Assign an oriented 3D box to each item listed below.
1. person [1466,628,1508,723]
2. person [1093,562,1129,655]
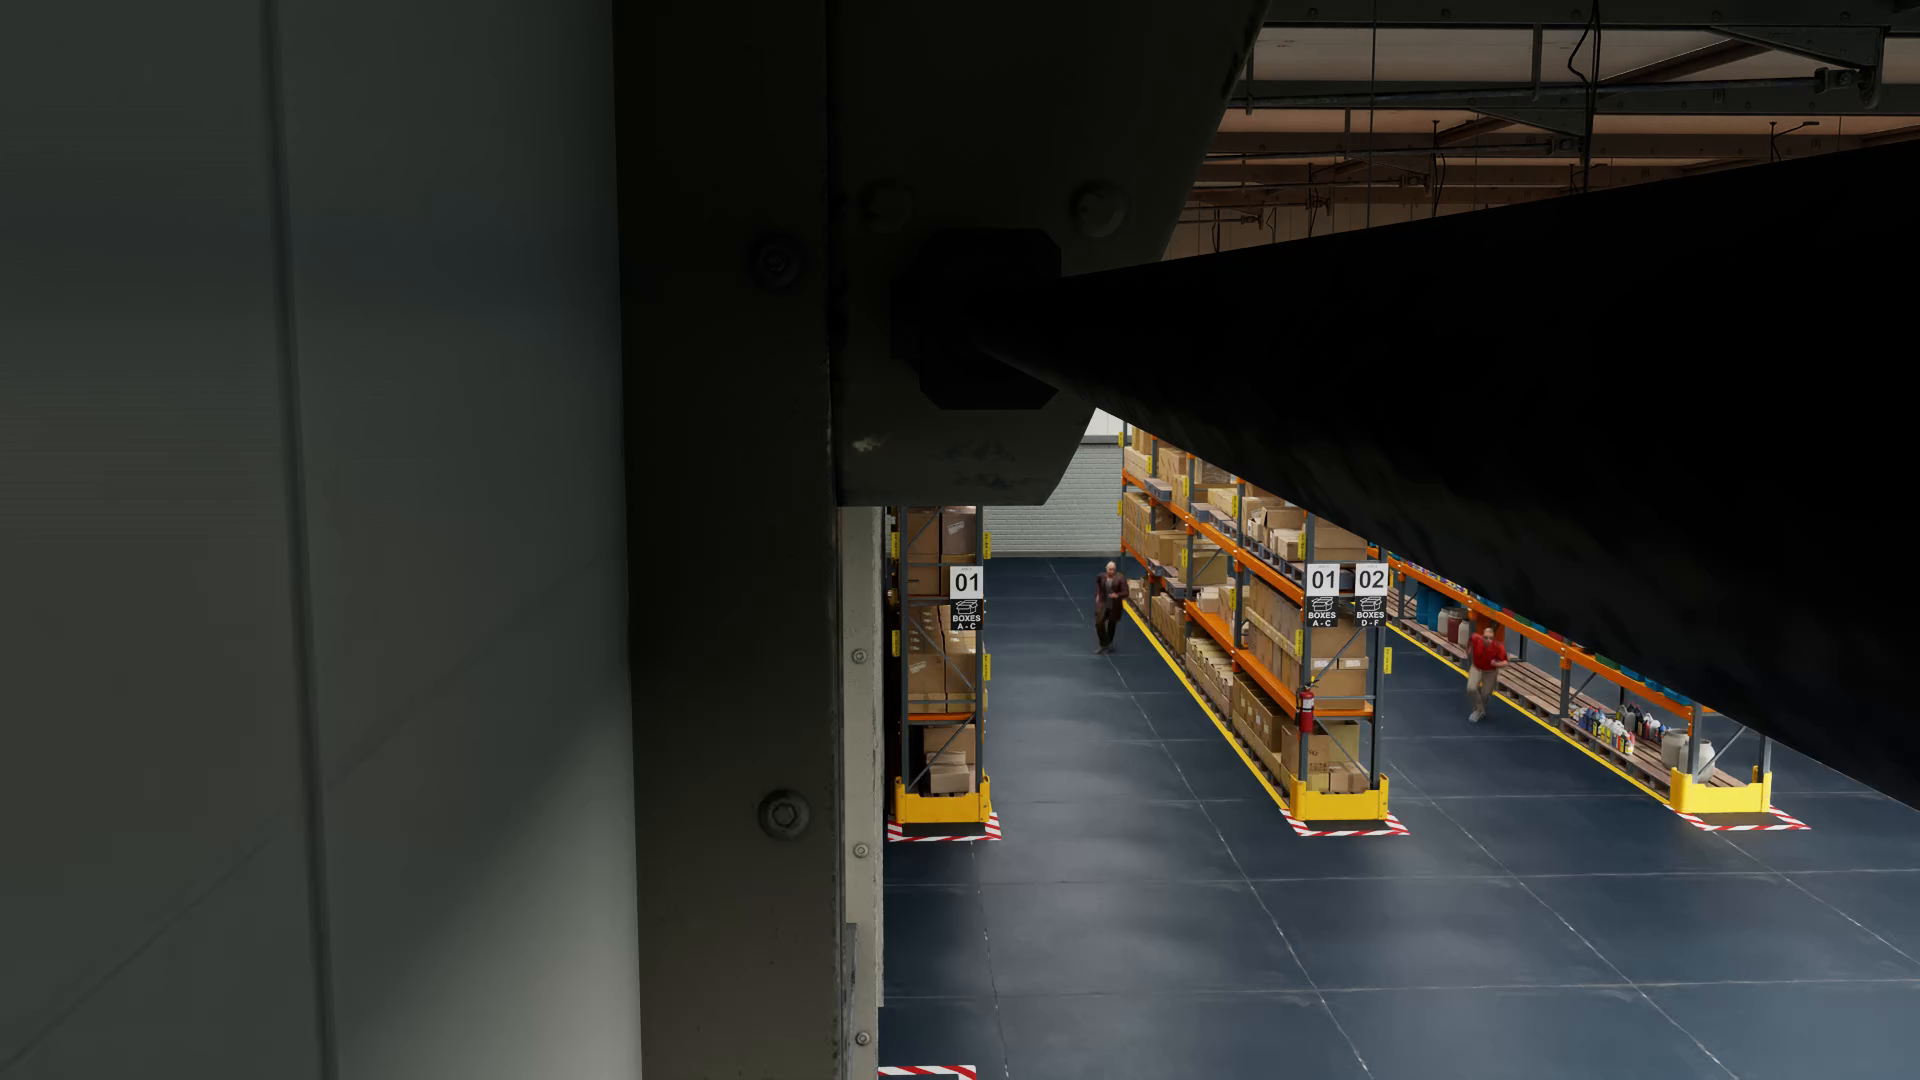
[{"bbox_3d":[8.001,2.024,25.304,0.667,1.516,1.134,3,9,23],"label":"person"},{"bbox_3d":[2.781,1.216,30.375,0.672,1.715,1.036,2,8,14],"label":"person"}]
